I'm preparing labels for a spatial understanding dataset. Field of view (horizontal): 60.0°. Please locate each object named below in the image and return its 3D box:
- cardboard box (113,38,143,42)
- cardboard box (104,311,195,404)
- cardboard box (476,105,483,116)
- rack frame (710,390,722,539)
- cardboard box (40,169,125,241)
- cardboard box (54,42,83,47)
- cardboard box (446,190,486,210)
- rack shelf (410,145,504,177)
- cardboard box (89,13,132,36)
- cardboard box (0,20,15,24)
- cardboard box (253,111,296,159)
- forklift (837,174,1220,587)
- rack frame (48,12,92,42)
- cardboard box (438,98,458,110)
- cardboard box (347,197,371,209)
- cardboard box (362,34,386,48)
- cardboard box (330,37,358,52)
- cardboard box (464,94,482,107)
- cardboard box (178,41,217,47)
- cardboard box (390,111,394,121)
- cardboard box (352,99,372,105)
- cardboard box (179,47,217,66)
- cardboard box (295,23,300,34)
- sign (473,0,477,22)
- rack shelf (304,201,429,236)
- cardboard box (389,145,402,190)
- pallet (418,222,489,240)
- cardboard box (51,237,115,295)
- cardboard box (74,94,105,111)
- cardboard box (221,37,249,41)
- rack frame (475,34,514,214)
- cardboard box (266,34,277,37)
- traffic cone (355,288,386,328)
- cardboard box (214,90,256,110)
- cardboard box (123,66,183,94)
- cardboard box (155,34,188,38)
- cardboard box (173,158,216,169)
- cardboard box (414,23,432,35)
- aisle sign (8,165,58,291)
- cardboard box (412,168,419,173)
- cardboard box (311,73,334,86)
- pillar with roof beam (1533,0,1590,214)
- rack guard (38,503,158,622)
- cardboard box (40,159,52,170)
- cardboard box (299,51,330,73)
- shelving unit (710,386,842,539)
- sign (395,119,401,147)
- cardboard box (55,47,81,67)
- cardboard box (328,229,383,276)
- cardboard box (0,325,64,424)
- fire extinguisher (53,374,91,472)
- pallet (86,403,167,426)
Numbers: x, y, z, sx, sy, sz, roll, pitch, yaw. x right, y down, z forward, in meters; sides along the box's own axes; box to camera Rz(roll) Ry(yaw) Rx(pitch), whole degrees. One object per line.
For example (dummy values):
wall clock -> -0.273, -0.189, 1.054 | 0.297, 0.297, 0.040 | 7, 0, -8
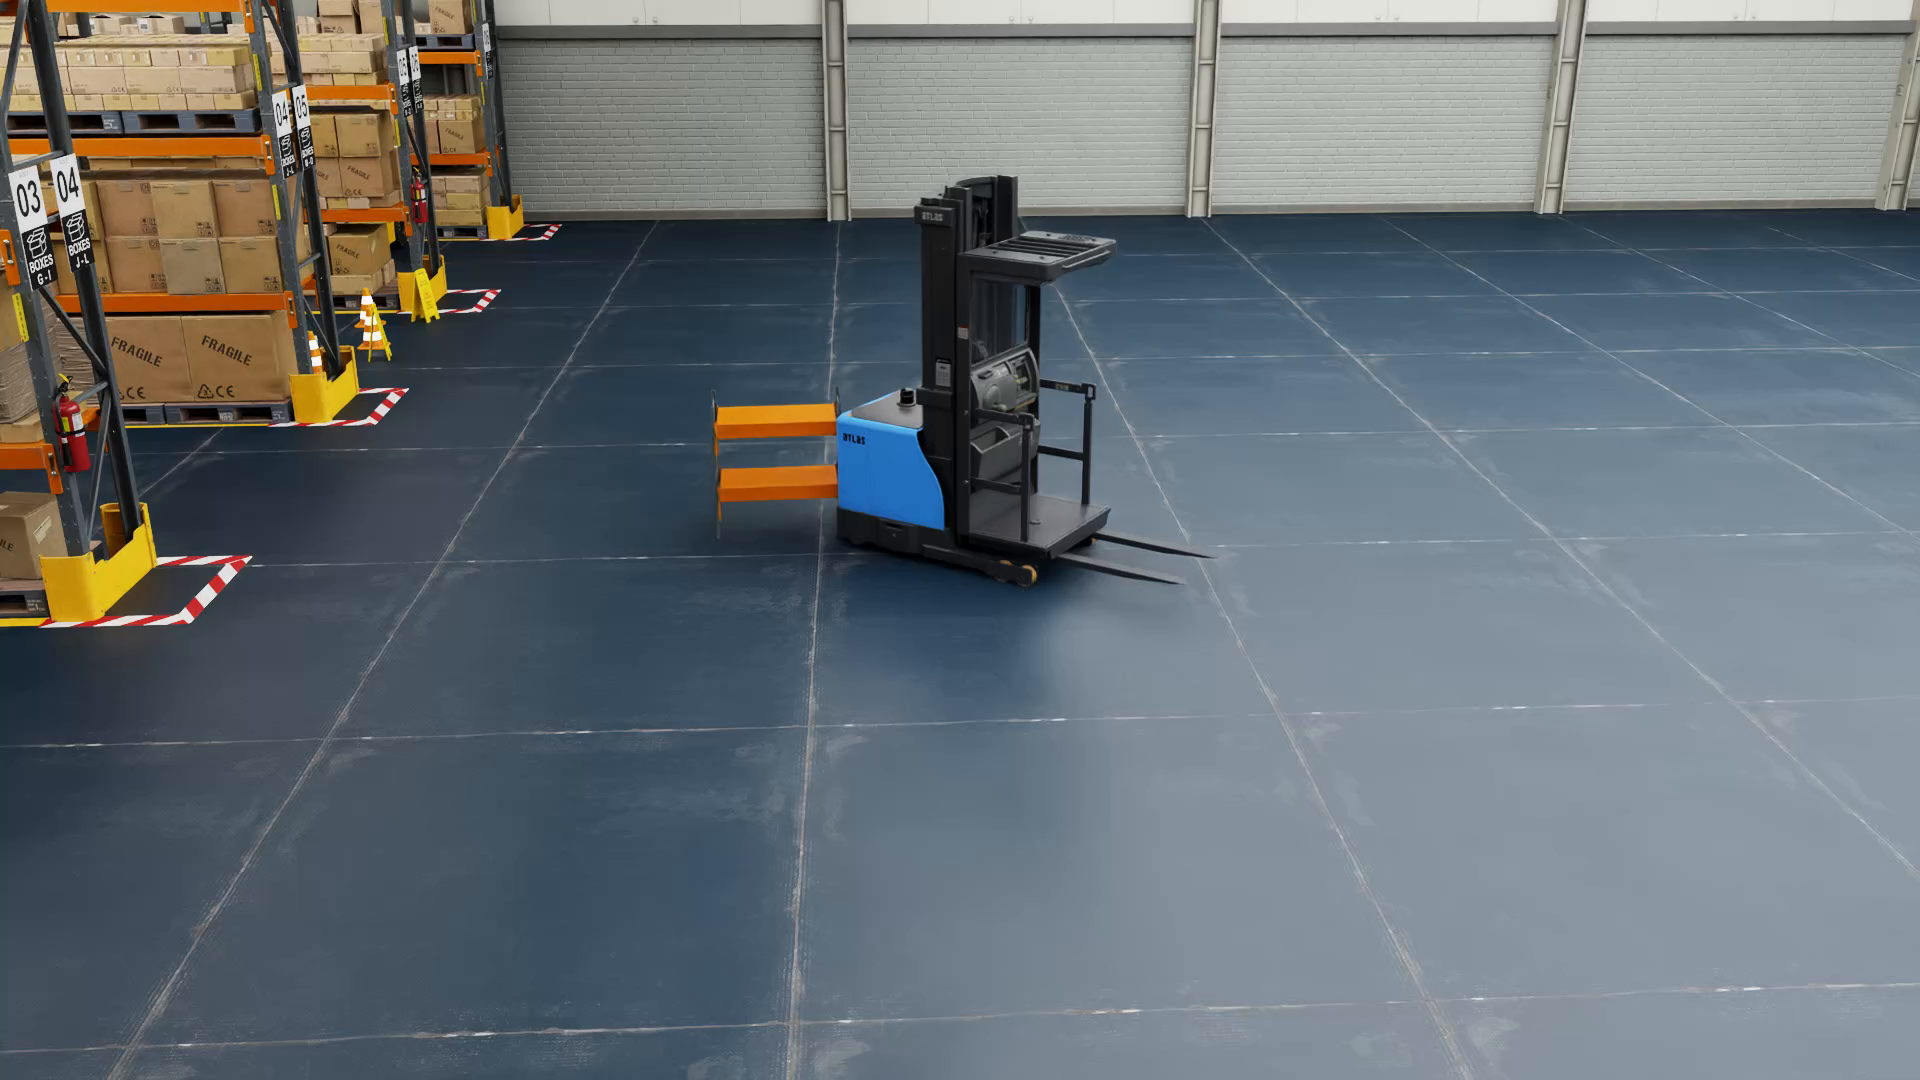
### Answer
cardboard box -> -10.096, -6.021, 20.238 | 0.250, 0.149, 0.380 | -2, 21, -5
cardboard box -> -8.125, -1.928, 16.866 | 0.875, 0.875, 0.875 | -1, 21, -4
cardboard box -> -7.598, -6.736, 26.045 | 0.250, 0.149, 0.380 | -2, 21, -4
rack frame -> -2.007, -0.624, 13.678 | 0.032, 1.125, 0.500 | -2, 21, -6
cardboard box -> -8.579, -3.298, 16.339 | 0.500, 0.550, 0.875 | -1, 21, -3
cardboard box -> -8.704, -4.751, 16.171 | 0.250, 0.149, 0.380 | -1, 21, -2
cardboard box -> -7.713, -5.324, 25.962 | 0.500, 0.250, 0.500 | -1, 21, -4
rack shelf -> -9.241, -5.924, 25.975 | 4.000, 0.370, 1.077 | -1, 21, -3
cardboard box -> -12.713, -7.706, 24.823 | 0.500, 0.311, 0.500 | -2, 21, -5
cardboard box -> -12.054, -6.335, 20.746 | 0.500, 0.250, 0.500 | -2, 21, -4
cardboard box -> -8.464, -5.048, 20.700 | 0.500, 0.500, 0.700 | -1, 21, -4
forklift -> 0.525, -1.225, 12.718 | 3.031, 2.935, 1.130 | 12, 24, 29
rack frame -> -10.951, -7.260, 20.042 | 0.127, 3.000, 1.000 | -1, 21, -3
cardboard box -> -7.834, -6.691, 25.510 | 0.250, 0.149, 0.380 | -1, 21, -3
cardboard box -> -7.565, -4.292, 21.031 | 0.250, 0.149, 0.380 | -1, 21, -4
cardboard box -> -7.324, -6.260, 20.863 | 0.250, 0.149, 0.380 | -1, 21, -3
cardboard box -> -7.538, -6.091, 20.421 | 0.250, 0.149, 0.380 | -1, 21, -2
cardboard box -> -7.592, -6.858, 25.949 | 0.250, 0.149, 0.380 | -2, 21, -4
cardboard box -> -7.431, -4.777, 16.239 | 0.250, 0.149, 0.380 | -1, 21, -4
cardboard box -> -8.603, -6.521, 25.482 | 0.250, 0.149, 0.380 | -2, 21, -5
cardboard box -> -9.121, -6.674, 25.465 | 0.250, 0.149, 0.380 | -1, 21, -2
cardboard box -> -7.140, -4.549, 15.640 | 0.250, 0.149, 0.380 | -1, 21, -3
cardboard box -> -10.005, -7.664, 24.941 | 0.250, 0.149, 0.380 | -1, 21, -1
sign -> -7.227, -7.886, 24.770 | 0.005, 0.325, 0.100 | -1, 21, -3
rack shelf -> -8.954, -4.161, 21.344 | 4.000, 0.370, 1.077 | -1, 21, -3
cardboard box -> -7.446, -4.812, 21.486 | 0.500, 0.500, 0.500 | -1, 21, -4
pallet -> -8.006, -4.967, 26.370 | 1.213, 0.211, 1.003 | -1, 21, -3
cardboard box -> -8.583, -2.816, 16.592 | 0.500, 0.550, 0.875 | -1, 21, -3
cardboard box -> -8.155, -4.156, 15.727 | 0.250, 0.149, 0.380 | -1, 21, -3
cardboard box -> -8.807, -6.040, 20.285 | 0.250, 0.149, 0.380 | -1, 21, -2
rack frame -> -7.244, -6.301, 25.954 | 0.127, 3.000, 1.000 | -1, 21, -3
cardboard box -> -8.590, -6.272, 20.895 | 0.250, 0.149, 0.380 | -1, 21, -2
traffic cone -> -7.313, -2.885, 20.548 | 0.334, 0.463, 0.336 | -1, 21, -3
cardboard box -> -6.886, -4.181, 15.794 | 0.250, 0.149, 0.380 | -1, 21, -3
cardboard box -> -7.546, -4.376, 15.744 | 0.500, 0.250, 0.500 | -1, 21, -3
cardboard box -> -9.875, -6.255, 20.851 | 0.250, 0.149, 0.380 | -1, 21, -1
cardboard box -> -9.494, -4.576, 20.865 | 0.500, 0.500, 0.500 | -1, 21, -4
cardboard box -> -8.054, -7.703, 25.045 | 0.250, 0.149, 0.380 | -2, 21, -5
aisle sign -> -6.313, -2.127, 11.337 | 0.004, 0.787, 0.394 | -1, 21, -3
cardboard box -> -8.734, -5.719, 26.295 | 0.500, 0.250, 0.500 | -1, 21, -3
cardboard box -> -7.811, -5.705, 20.528 | 0.250, 0.149, 0.380 | -1, 21, -1
pillar with roof beam -> 10.225, -8.247, 22.634 | 0.400, 9.000, 9.100 | -1, 21, -3
rack guard -> -6.467, 0.153, 12.517 | 0.348, 0.500, 1.175 | -1, 21, -3
cardboard box -> -11.399, -4.747, 20.725 | 0.500, 0.500, 0.500 | -2, 21, -4
cardboard box -> -7.956, -5.897, 20.471 | 0.500, 0.250, 0.500 | -1, 21, -4
shelving unit -> -1.502, -0.645, 13.733 | 1.048, 1.125, 0.538 | -2, 21, -6
sign -> -6.946, -5.029, 20.542 | 0.005, 0.325, 0.100 | -1, 21, -3
cardboard box -> -8.414, -4.523, 15.570 | 0.250, 0.149, 0.380 | -1, 21, -3
cardboard box -> -7.742, -3.690, 21.318 | 0.500, 0.500, 0.500 | -1, 21, -3
cardboard box -> -6.942, -1.201, 12.002 | 0.500, 0.500, 0.875 | -1, 21, -3
fire extinguisher -> -6.251, -0.819, 11.666 | 0.183, 0.674, 0.296 | -1, 21, -3
pallet -> -8.583, -1.410, 17.028 | 1.213, 0.211, 1.003 | -1, 21, -3
